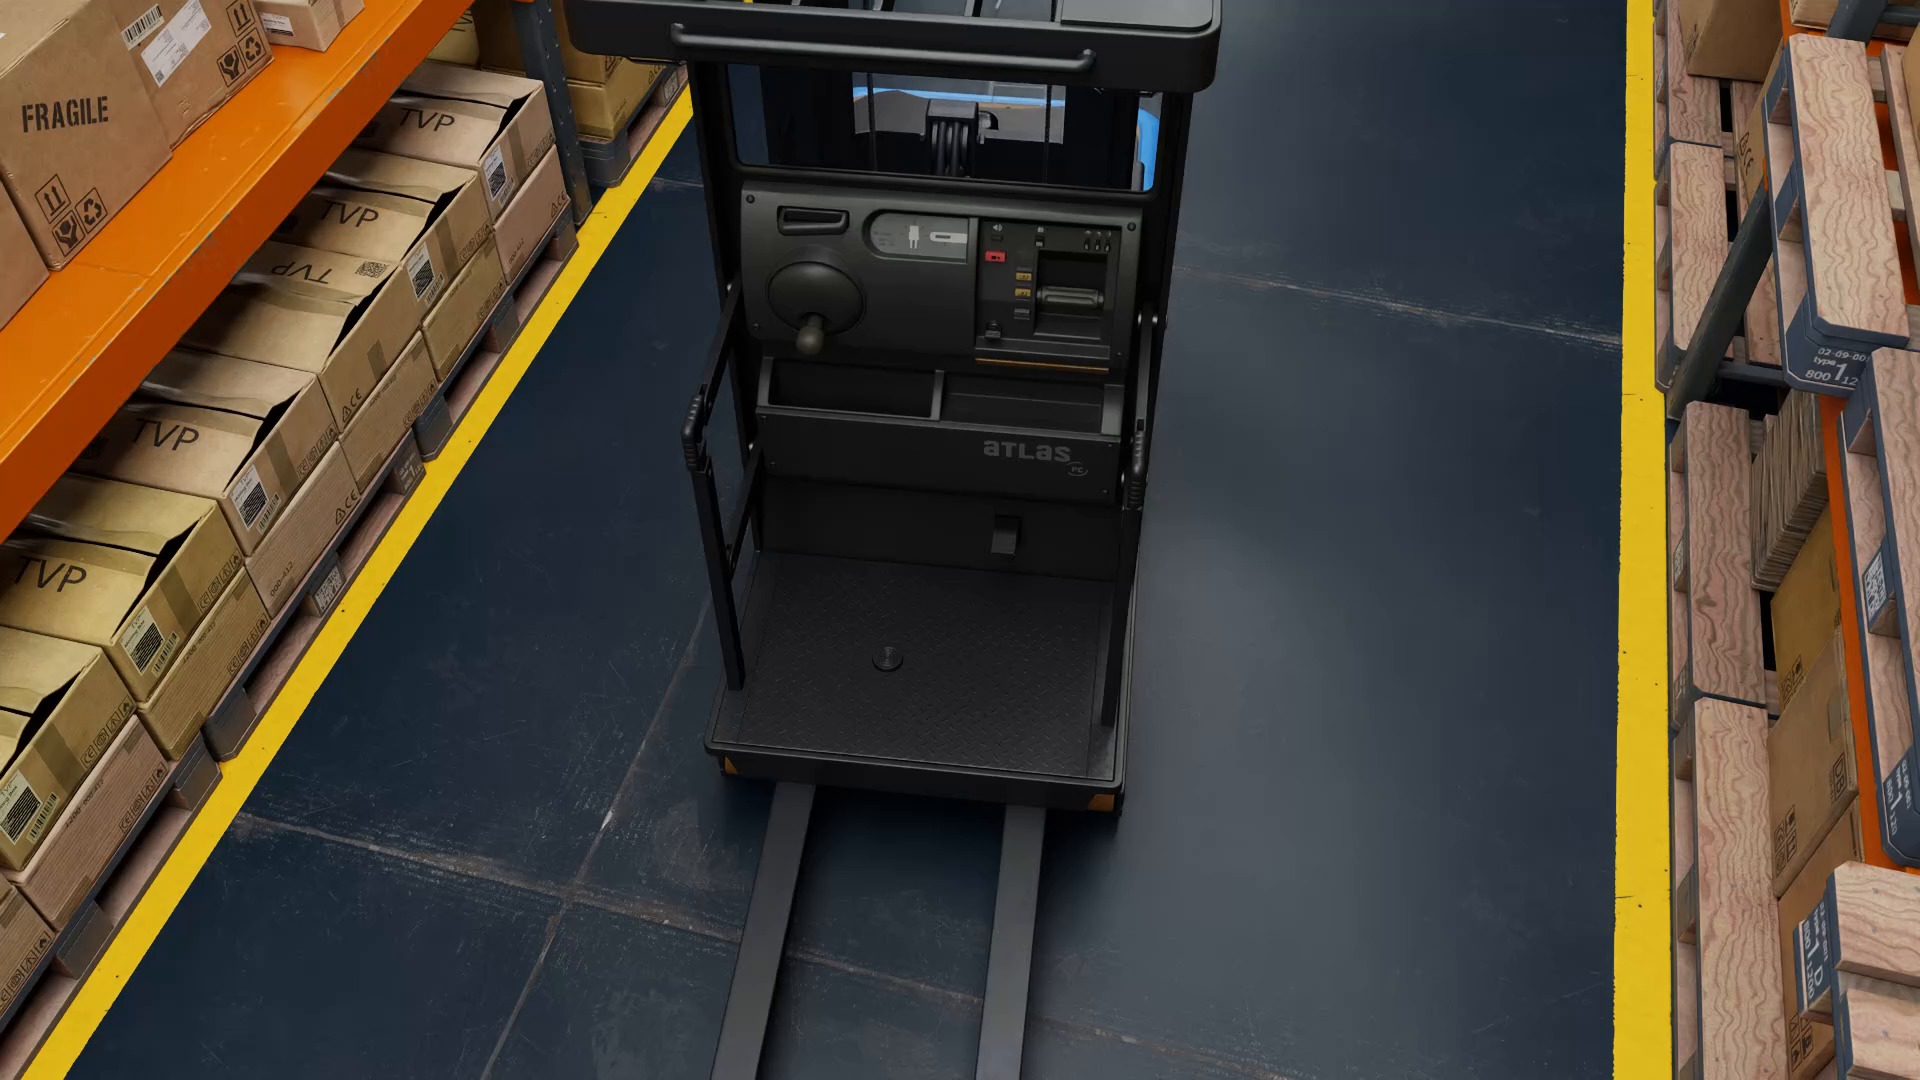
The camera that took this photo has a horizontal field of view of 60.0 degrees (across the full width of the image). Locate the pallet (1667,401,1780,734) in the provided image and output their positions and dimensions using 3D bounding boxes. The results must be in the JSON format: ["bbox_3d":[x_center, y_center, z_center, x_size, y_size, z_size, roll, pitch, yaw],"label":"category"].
[{"bbox_3d":[2.675,0.145,4.981,1.003,0.211,1.213,12,50,10],"label":"pallet"}]

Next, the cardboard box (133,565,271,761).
[{"bbox_3d":[-2.271,0.286,4.550,0.500,0.250,0.500,10,49,9],"label":"cardboard box"}]

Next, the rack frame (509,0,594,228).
[{"bbox_3d":[-1.902,-2.316,5.293,1.000,3.000,0.127,12,50,10],"label":"rack frame"}]

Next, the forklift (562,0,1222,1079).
[{"bbox_3d":[-0.073,-0.505,3.741,1.130,2.935,3.031,5,49,4],"label":"forklift"}]

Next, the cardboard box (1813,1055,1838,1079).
[{"bbox_3d":[2.212,1.353,3.429,0.700,0.500,0.500,11,50,10],"label":"cardboard box"}]

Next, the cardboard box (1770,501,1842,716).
[{"bbox_3d":[2.613,0.260,4.394,0.700,0.500,0.500,11,49,9],"label":"cardboard box"}]

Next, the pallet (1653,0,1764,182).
[{"bbox_3d":[3.340,-1.796,6.695,1.003,0.211,1.213,12,50,10],"label":"pallet"}]

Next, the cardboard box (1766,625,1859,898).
[{"bbox_3d":[2.440,0.621,4.075,0.700,0.500,0.500,12,50,10],"label":"cardboard box"}]

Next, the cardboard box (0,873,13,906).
[{"bbox_3d":[-2.533,0.842,3.686,0.500,0.311,0.500,13,50,11],"label":"cardboard box"}]

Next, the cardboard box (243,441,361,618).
[{"bbox_3d":[-2.136,-0.084,4.878,0.500,0.250,0.500,12,50,11],"label":"cardboard box"}]

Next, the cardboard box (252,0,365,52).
[{"bbox_3d":[-1.956,-1.599,4.750,0.396,0.266,0.258,10,49,9],"label":"cardboard box"}]

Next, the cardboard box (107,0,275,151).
[{"bbox_3d":[-2.258,-1.416,4.432,0.500,0.500,0.500,15,50,13],"label":"cardboard box"}]

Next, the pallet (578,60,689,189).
[{"bbox_3d":[-1.652,-1.960,6.839,1.003,0.211,1.213,12,50,10],"label":"pallet"}]

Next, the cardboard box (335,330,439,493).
[{"bbox_3d":[-2.000,-0.452,5.202,0.500,0.250,0.500,13,50,11],"label":"cardboard box"}]

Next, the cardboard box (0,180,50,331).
[{"bbox_3d":[-2.529,-0.673,3.776,0.500,0.500,0.500,9,49,8],"label":"cardboard box"}]

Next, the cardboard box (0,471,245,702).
[{"bbox_3d":[-2.267,0.092,4.348,0.500,0.311,0.500,10,49,9],"label":"cardboard box"}]

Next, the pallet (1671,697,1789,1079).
[{"bbox_3d":[2.356,1.030,4.200,1.003,0.211,1.213,12,50,10],"label":"pallet"}]

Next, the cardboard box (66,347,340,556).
[{"bbox_3d":[-2.132,-0.280,4.676,0.500,0.311,0.500,11,49,10],"label":"cardboard box"}]

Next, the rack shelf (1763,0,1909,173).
[{"bbox_3d":[3.405,-2.550,5.979,1.077,0.370,4.000,12,50,10],"label":"rack shelf"}]

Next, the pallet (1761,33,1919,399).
[{"bbox_3d":[2.537,-0.754,4.042,1.003,0.211,1.213,12,50,10],"label":"pallet"}]

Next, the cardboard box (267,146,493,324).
[{"bbox_3d":[-1.863,-1.004,5.315,0.500,0.311,0.500,13,50,11],"label":"cardboard box"}]

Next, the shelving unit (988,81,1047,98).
[{"bbox_3d":[0.185,-1.352,6.314,0.258,0.189,1.200,4,49,4],"label":"shelving unit"}]

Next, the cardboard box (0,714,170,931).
[{"bbox_3d":[-2.402,0.664,4.217,0.500,0.250,0.500,10,49,9],"label":"cardboard box"}]

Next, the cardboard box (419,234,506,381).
[{"bbox_3d":[-1.866,-0.822,5.529,0.500,0.250,0.500,11,49,9],"label":"cardboard box"}]

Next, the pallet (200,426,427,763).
[{"bbox_3d":[-2.377,0.033,5.080,1.003,0.211,1.213,12,50,10],"label":"pallet"}]

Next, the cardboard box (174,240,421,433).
[{"bbox_3d":[-1.996,-0.643,4.997,0.500,0.311,0.500,11,50,10],"label":"cardboard box"}]

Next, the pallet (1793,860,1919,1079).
[{"bbox_3d":[1.910,1.079,2.425,1.213,0.211,1.003,12,50,10],"label":"pallet"}]

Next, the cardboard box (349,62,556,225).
[{"bbox_3d":[-1.732,-1.381,5.648,0.500,0.311,0.500,12,50,10],"label":"cardboard box"}]

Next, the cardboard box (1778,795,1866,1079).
[{"bbox_3d":[2.316,0.988,3.751,0.700,0.500,0.500,11,50,10],"label":"cardboard box"}]

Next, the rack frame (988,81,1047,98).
[{"bbox_3d":[0.185,-1.412,6.245,0.240,0.006,1.200,4,49,4],"label":"rack frame"}]

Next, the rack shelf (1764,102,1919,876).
[{"bbox_3d":[2.352,0.344,3.426,1.077,0.370,4.000,12,50,10],"label":"rack shelf"}]

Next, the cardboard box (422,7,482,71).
[{"bbox_3d":[-1.991,-1.924,6.501,0.500,0.250,0.500,12,50,10],"label":"cardboard box"}]

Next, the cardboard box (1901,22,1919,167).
[{"bbox_3d":[2.711,-1.158,3.912,0.700,0.500,0.500,12,50,10],"label":"cardboard box"}]

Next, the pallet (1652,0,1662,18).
[{"bbox_3d":[3.663,-2.676,7.471,1.003,0.211,1.213,12,50,10],"label":"pallet"}]

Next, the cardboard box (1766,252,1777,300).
[{"bbox_3d":[2.990,-0.942,5.677,0.380,0.166,0.250,6,49,5],"label":"cardboard box"}]

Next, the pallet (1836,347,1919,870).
[{"bbox_3d":[2.307,0.176,3.222,1.003,0.211,1.213,12,50,10],"label":"pallet"}]

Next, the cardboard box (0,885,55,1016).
[{"bbox_3d":[-2.533,1.027,3.896,0.500,0.250,0.500,11,50,10],"label":"cardboard box"}]

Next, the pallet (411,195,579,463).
[{"bbox_3d":[-2.058,-0.853,5.862,1.003,0.211,1.213,12,50,10],"label":"pallet"}]

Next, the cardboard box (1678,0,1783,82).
[{"bbox_3d":[3.271,-2.137,6.509,0.700,0.500,0.500,9,49,8],"label":"cardboard box"}]

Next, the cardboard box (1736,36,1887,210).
[{"bbox_3d":[3.113,-1.418,5.875,0.500,0.500,0.500,8,49,7],"label":"cardboard box"}]

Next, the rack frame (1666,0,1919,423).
[{"bbox_3d":[2.878,-1.341,4.433,1.000,3.000,0.127,12,50,10],"label":"rack frame"}]

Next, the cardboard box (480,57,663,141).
[{"bbox_3d":[-1.487,-1.821,6.410,0.500,0.250,0.500,12,50,10],"label":"cardboard box"}]

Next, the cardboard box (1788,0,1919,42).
[{"bbox_3d":[2.710,-1.700,4.837,0.500,0.250,0.500,12,50,10],"label":"cardboard box"}]

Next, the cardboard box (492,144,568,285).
[{"bbox_3d":[-1.731,-1.188,5.852,0.500,0.250,0.500,11,50,10],"label":"cardboard box"}]

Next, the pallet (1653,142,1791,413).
[{"bbox_3d":[3.021,-0.911,5.913,1.003,0.211,1.213,12,50,10],"label":"pallet"}]

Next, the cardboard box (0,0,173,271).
[{"bbox_3d":[-2.390,-1.053,4.112,0.500,0.500,0.500,12,50,10],"label":"cardboard box"}]

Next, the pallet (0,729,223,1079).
[{"bbox_3d":[-2.700,0.912,4.304,1.003,0.211,1.213,12,50,10],"label":"pallet"}]

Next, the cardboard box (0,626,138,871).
[{"bbox_3d":[-2.403,0.460,4.023,0.500,0.311,0.500,10,49,9],"label":"cardboard box"}]

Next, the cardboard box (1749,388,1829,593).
[{"bbox_3d":[2.701,-0.124,4.732,0.700,0.500,0.500,13,50,11],"label":"cardboard box"}]

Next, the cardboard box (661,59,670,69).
[{"bbox_3d":[-1.351,-2.181,6.728,0.500,0.250,0.500,12,50,10],"label":"cardboard box"}]

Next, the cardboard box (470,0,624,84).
[{"bbox_3d":[-1.478,-2.067,6.127,0.500,0.500,0.500,12,50,10],"label":"cardboard box"}]
